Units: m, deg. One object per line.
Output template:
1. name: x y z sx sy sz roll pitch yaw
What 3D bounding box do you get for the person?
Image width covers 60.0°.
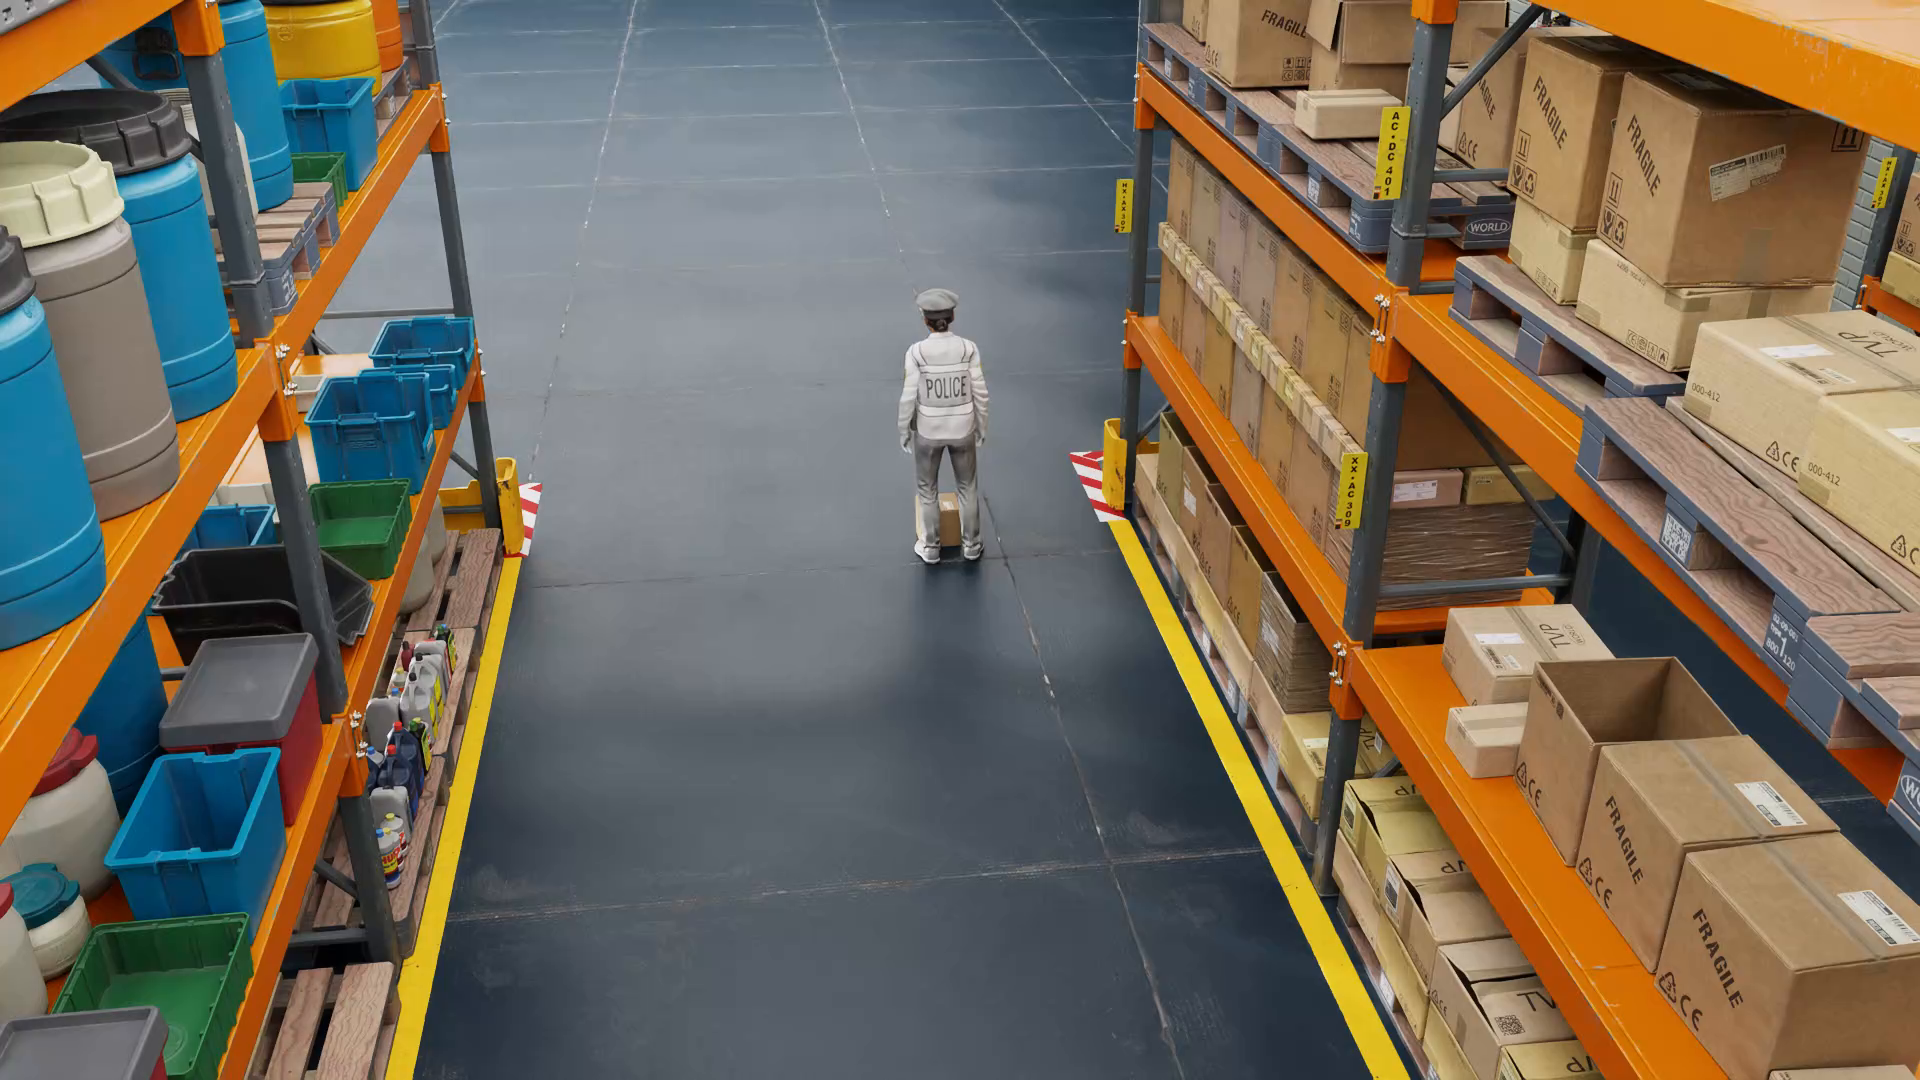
1. person: -0.098 -0.645 9.863 0.537 1.663 0.378 -4 28 -8
